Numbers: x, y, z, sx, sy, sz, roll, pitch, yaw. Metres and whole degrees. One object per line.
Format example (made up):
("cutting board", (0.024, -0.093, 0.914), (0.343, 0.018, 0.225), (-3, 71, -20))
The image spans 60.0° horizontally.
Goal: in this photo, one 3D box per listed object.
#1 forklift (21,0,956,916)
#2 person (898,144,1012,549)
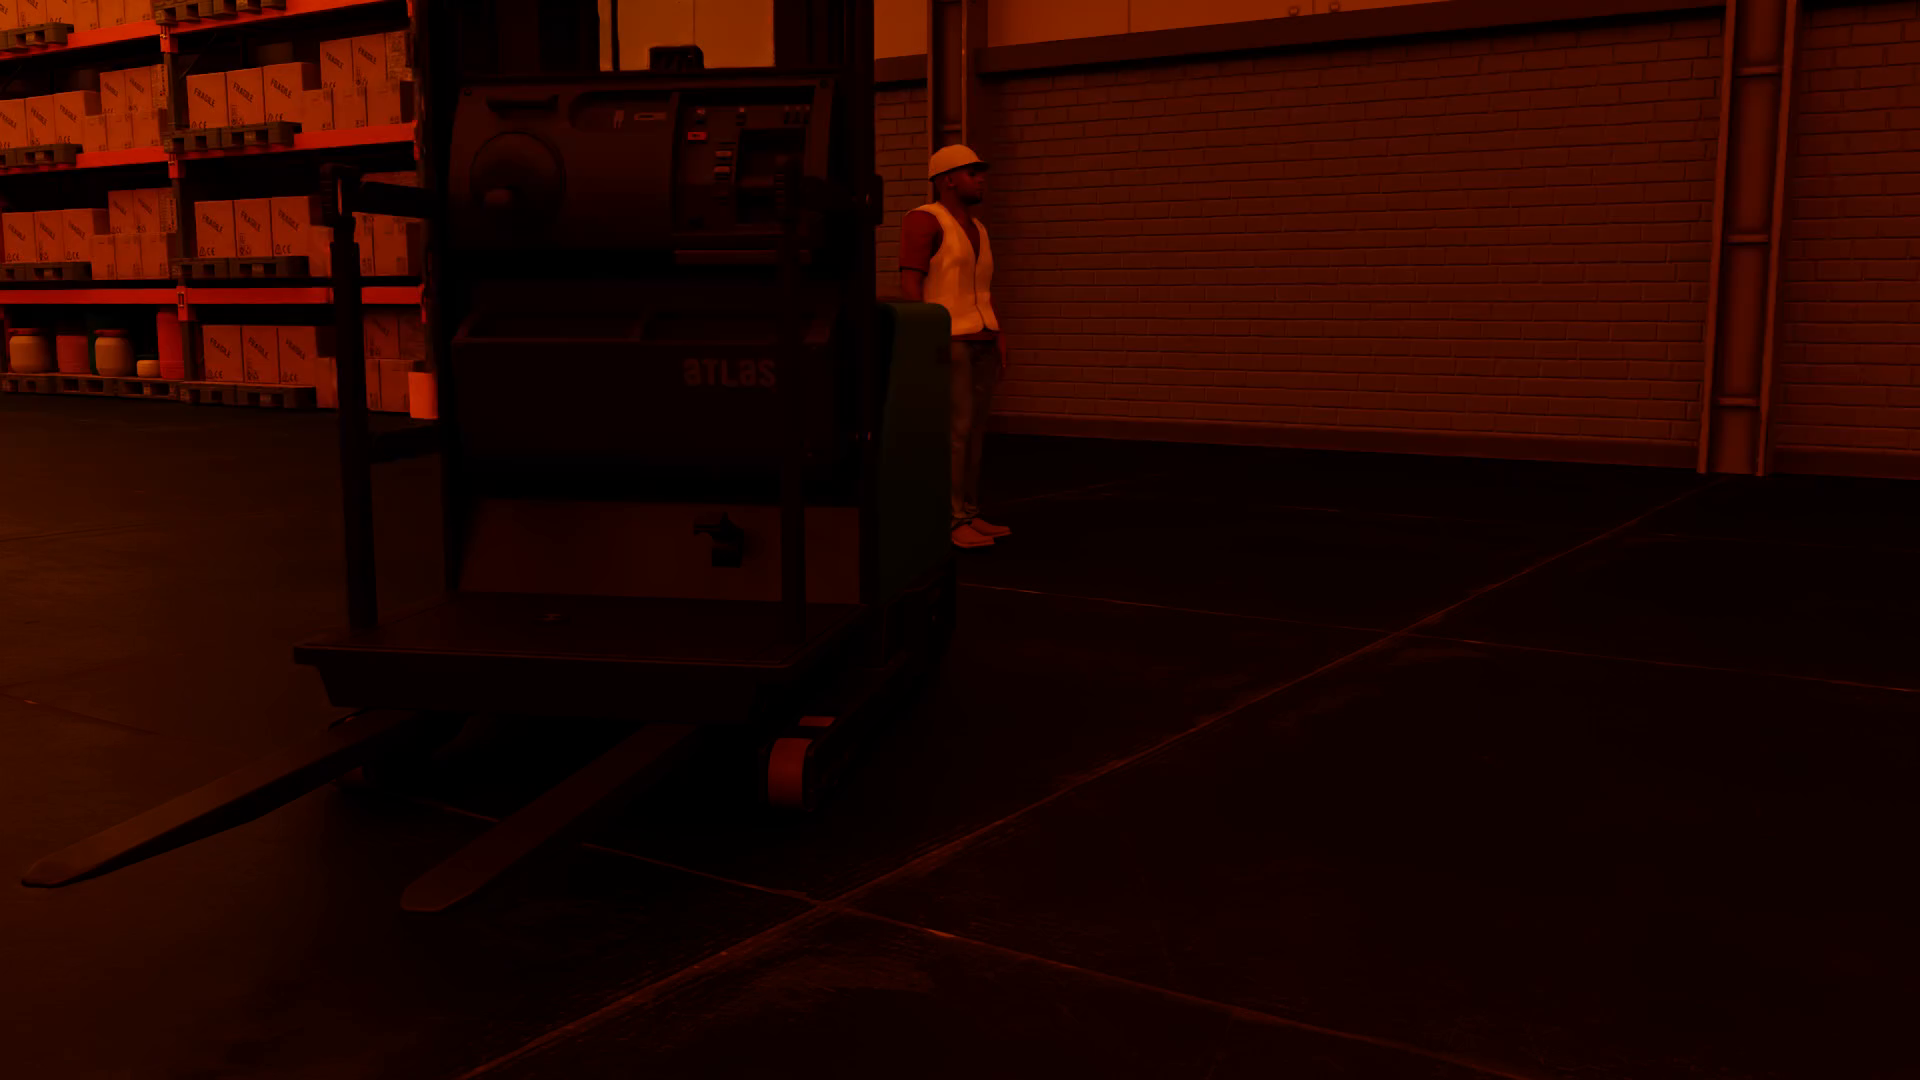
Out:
("forklift", (-0.788, -0.925, 3.700), (1.130, 2.935, 3.031), (1, 8, 10))
("person", (0.055, -0.875, 7.435), (0.574, 1.766, 0.665), (5, 10, 34))
